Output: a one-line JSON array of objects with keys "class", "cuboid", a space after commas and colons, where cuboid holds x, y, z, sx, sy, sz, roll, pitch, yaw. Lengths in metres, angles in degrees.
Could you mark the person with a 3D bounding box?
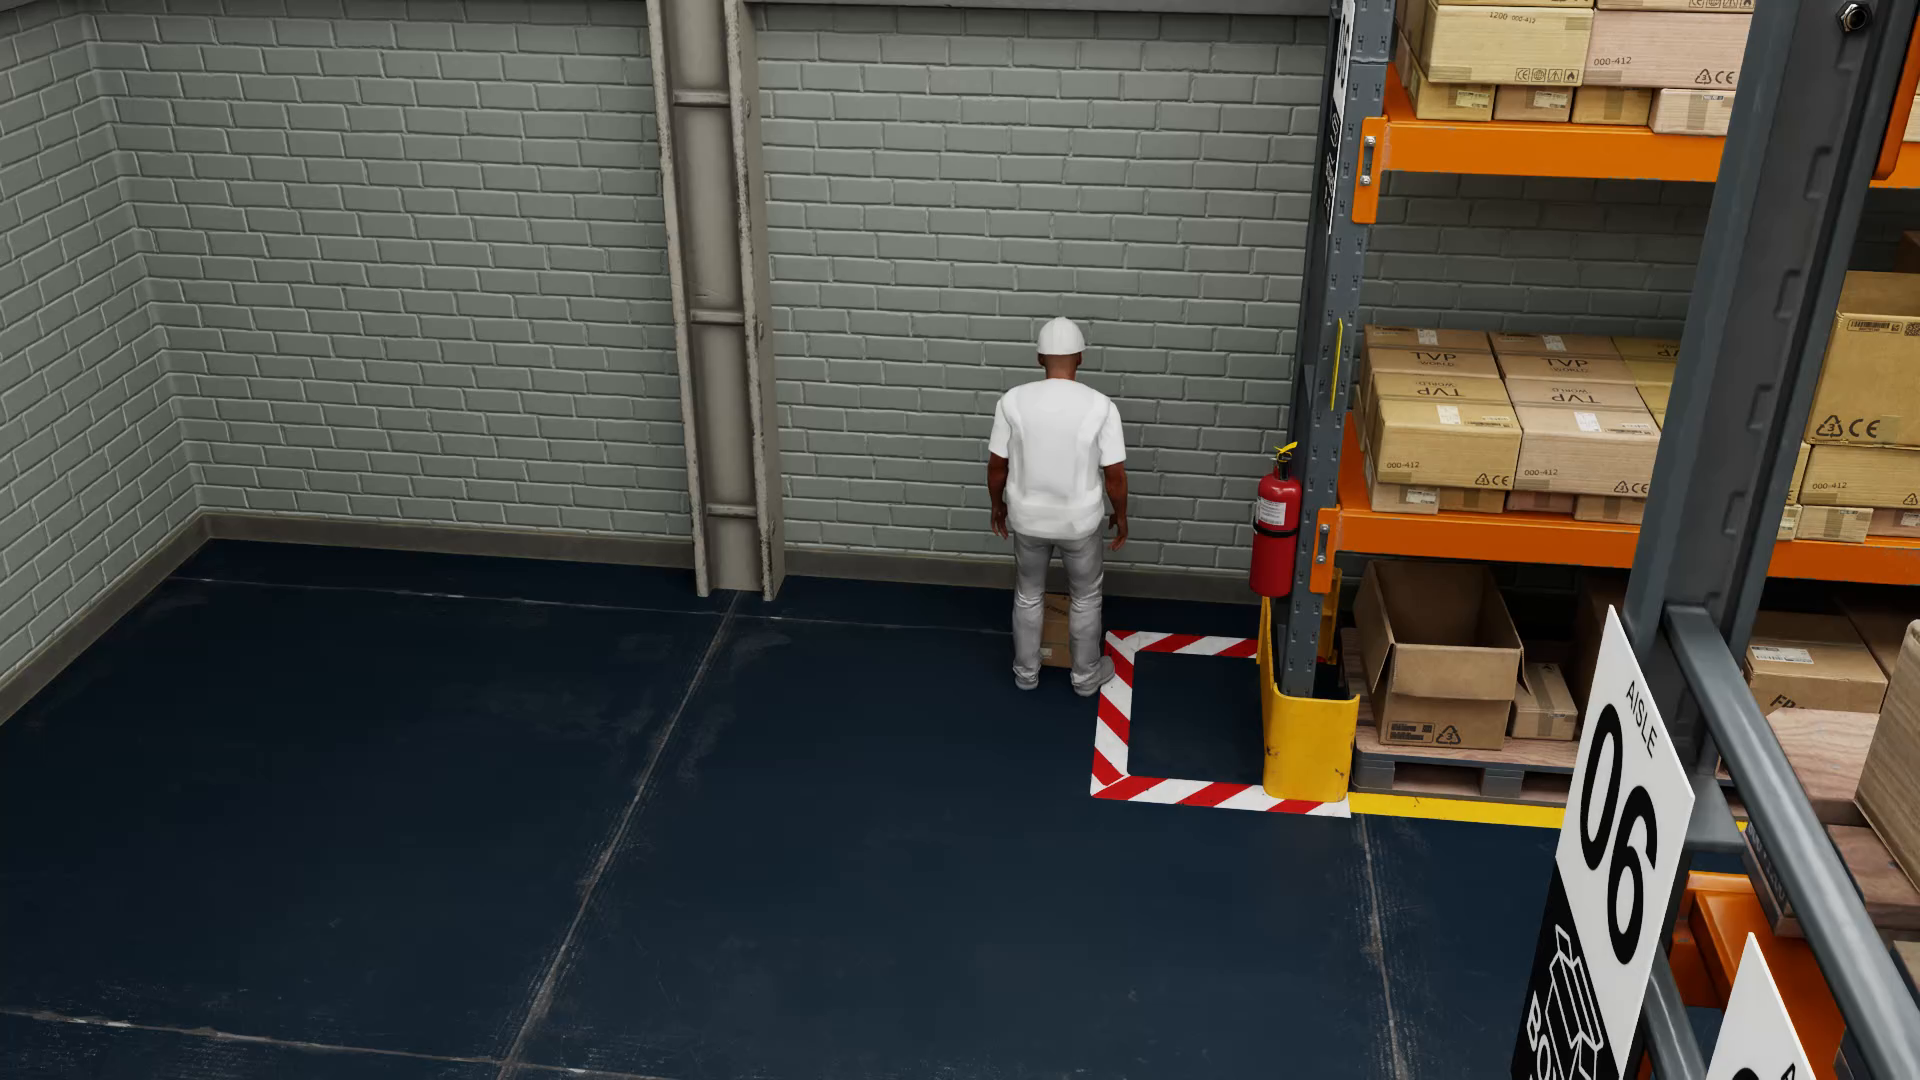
[{"class": "person", "cuboid": [0.434, -0.136, 7.334, 0.625, 1.661, 0.357, 6, 29, 12]}]
